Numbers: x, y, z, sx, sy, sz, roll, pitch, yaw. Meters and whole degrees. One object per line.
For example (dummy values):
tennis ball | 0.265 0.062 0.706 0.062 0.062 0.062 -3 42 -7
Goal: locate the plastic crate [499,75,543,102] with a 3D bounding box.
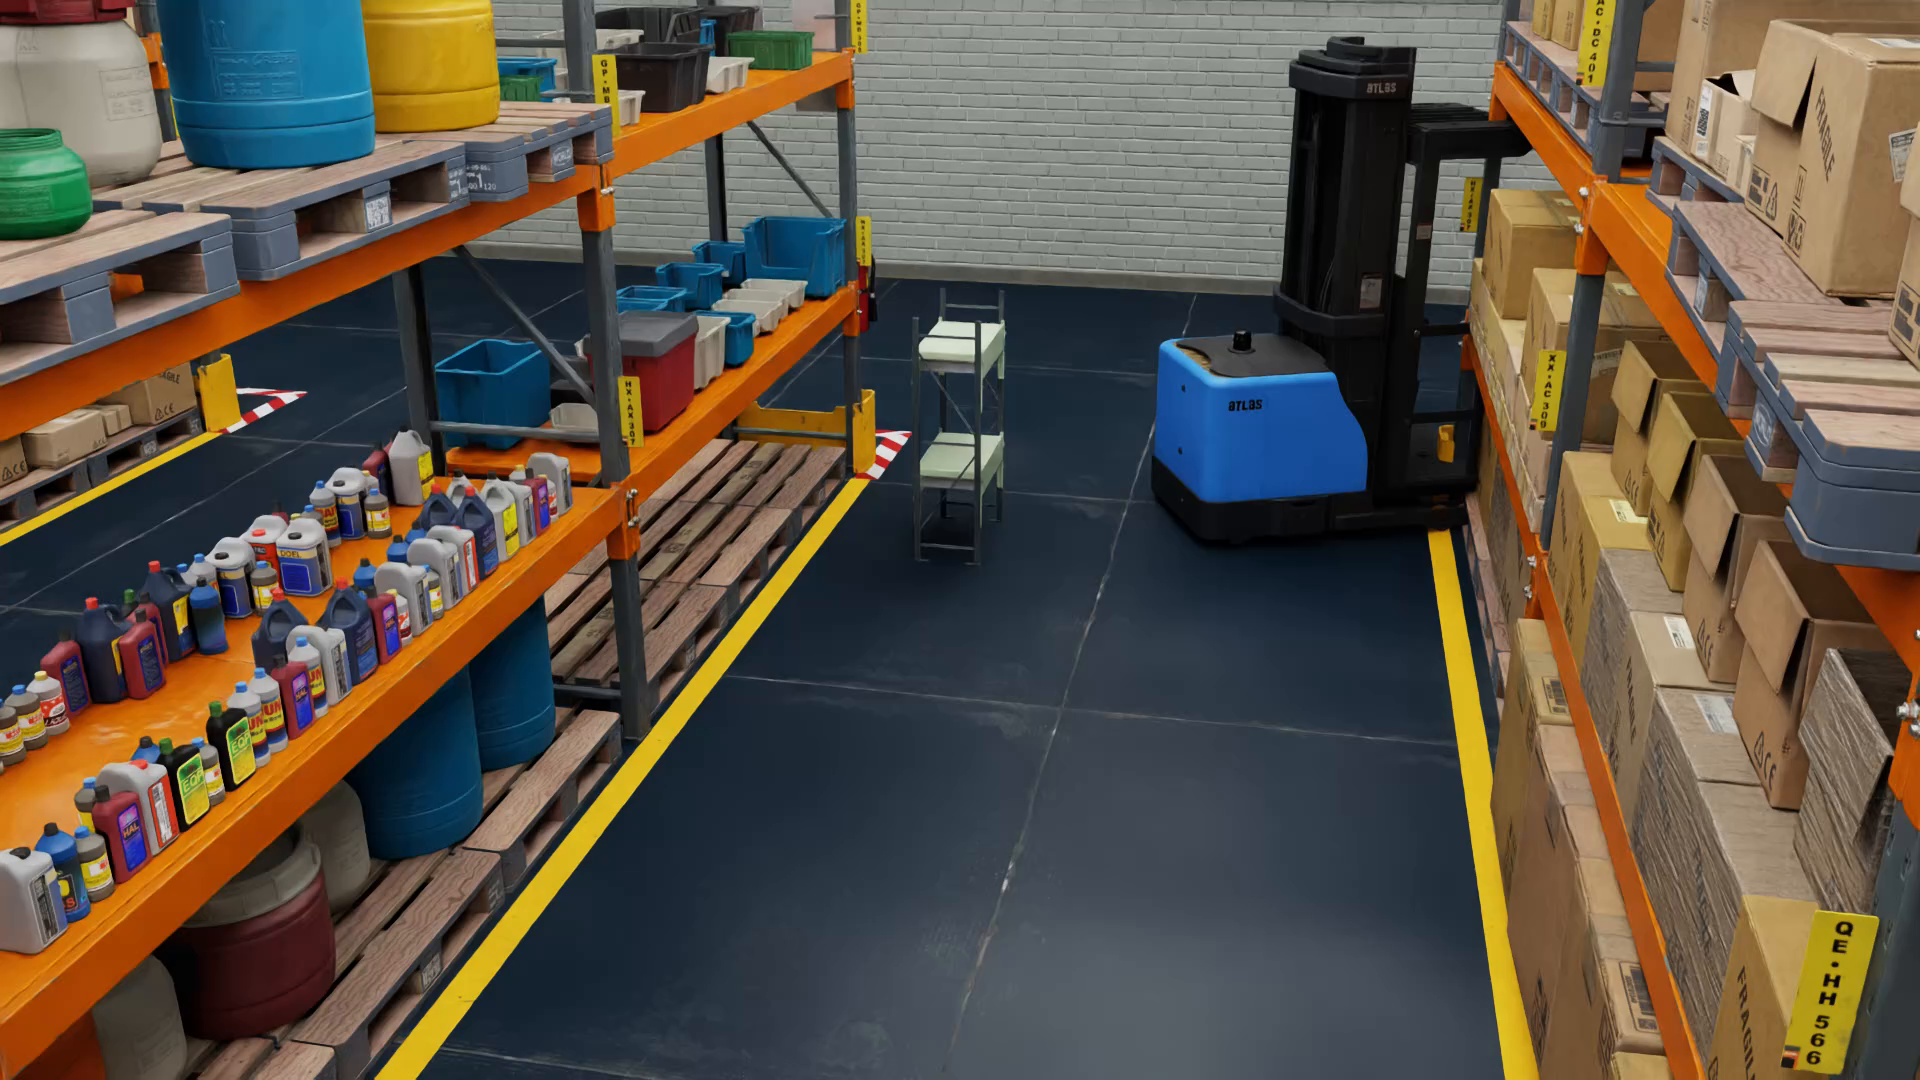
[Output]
plastic crate | -2.207 -1.954 7.459 0.450 0.188 0.662 4 22 11

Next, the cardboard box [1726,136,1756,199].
cardboard box | 2.400 -1.042 4.685 0.380 0.149 0.250 4 22 9

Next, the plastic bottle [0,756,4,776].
plastic bottle | -2.981 0.591 5.042 0.097 0.271 0.097 0 22 0

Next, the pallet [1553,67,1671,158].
pallet | 3.028 -1.754 6.797 1.003 0.211 1.213 4 22 11

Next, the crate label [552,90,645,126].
crate label | -1.615 -1.909 7.416 0.293 0.136 0.466 4 22 11

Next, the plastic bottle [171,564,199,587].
plastic bottle | -2.772 0.216 5.974 0.097 0.271 0.097 0 22 0

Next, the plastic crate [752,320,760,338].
plastic crate | -1.319 -1.221 9.643 0.298 0.136 0.250 4 22 11

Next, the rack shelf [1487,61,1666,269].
rack shelf | 3.259 -1.895 7.990 1.077 0.370 4.000 4 22 11

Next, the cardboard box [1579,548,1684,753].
cardboard box | 2.308 0.364 5.300 0.500 0.500 0.500 4 22 10

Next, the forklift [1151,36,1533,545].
forklift | 2.835 -1.601 10.406 3.031 2.935 1.130 -5 22 -12

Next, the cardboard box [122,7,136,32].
cardboard box | -5.877 -3.439 11.062 0.500 0.250 0.500 4 22 11

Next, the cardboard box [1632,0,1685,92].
cardboard box | 2.952 -2.075 6.646 0.700 0.500 0.500 3 22 8

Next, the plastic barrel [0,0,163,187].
plastic barrel | -2.600 -1.329 4.880 0.433 0.535 0.433 0 22 0

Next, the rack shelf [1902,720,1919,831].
rack shelf | 1.626 1.031 0.726 1.077 0.370 4.000 4 22 11

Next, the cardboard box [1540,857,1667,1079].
cardboard box | 2.385 1.572 4.717 1.225 0.875 0.875 5 22 11

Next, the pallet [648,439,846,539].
pallet | -1.388 -0.354 10.949 1.003 0.211 1.213 4 22 11

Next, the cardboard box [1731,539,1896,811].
cardboard box | 2.335 0.341 4.014 0.797 0.503 0.637 5 22 12

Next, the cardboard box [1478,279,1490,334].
cardboard box | 3.205 -1.291 9.347 0.500 0.250 0.500 4 22 10

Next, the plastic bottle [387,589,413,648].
plastic bottle | -2.011 0.274 5.923 0.097 0.201 0.097 0 22 0

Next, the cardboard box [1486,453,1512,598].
cardboard box | 3.429 -0.205 9.128 0.875 0.875 0.875 4 22 11

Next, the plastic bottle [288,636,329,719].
plastic bottle | -2.123 0.443 5.410 0.097 0.271 0.097 0 22 0

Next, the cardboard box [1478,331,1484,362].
cardboard box | 3.117 -1.064 9.317 0.380 0.149 0.250 4 22 10

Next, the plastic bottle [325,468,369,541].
plastic bottle | -2.540 -0.151 6.880 0.152 0.276 0.135 4 22 11

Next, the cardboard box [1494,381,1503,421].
cardboard box | 2.907 -0.688 8.384 0.380 0.149 0.250 5 22 12

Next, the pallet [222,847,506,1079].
pallet | -2.443 1.537 6.255 1.003 0.211 1.213 4 22 11

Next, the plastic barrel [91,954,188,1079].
plastic barrel | -2.703 1.546 5.269 0.421 0.512 0.421 0 22 0

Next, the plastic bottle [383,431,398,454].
plastic bottle | -2.490 -0.327 7.307 0.061 0.283 0.133 4 22 11

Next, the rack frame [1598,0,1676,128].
rack frame | 2.851 -2.888 5.479 1.000 3.000 0.127 4 22 11

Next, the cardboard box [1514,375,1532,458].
cardboard box | 2.787 -0.545 7.494 0.500 0.250 0.500 5 23 13

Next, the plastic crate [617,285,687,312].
plastic crate | -1.823 -1.349 9.833 0.416 0.233 0.300 4 22 11

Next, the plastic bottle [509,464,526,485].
plastic bottle | -1.888 -0.225 7.162 0.097 0.201 0.097 0 22 0

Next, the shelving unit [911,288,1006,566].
shelving unit | -0.001 -0.693 10.067 0.431 1.500 0.755 4 22 11

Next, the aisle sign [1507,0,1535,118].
aisle sign | 3.388 -2.823 9.869 0.394 0.787 0.004 4 22 11

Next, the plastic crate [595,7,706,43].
plastic crate | -1.763 -2.771 9.286 0.504 0.338 0.767 4 22 11

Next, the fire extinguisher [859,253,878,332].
fire extinguisher | -0.706 -1.758 11.305 0.296 0.674 0.183 4 22 11

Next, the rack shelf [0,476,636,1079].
rack shelf | -2.406 0.582 5.856 1.077 0.370 4.000 4 22 11

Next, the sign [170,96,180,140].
sign | -5.491 -2.959 11.712 0.100 0.325 0.005 4 22 11

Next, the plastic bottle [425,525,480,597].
plastic bottle | -1.939 0.061 6.352 0.152 0.276 0.135 4 22 11

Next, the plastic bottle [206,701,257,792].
plastic bottle | -2.196 0.601 5.002 0.061 0.283 0.133 4 22 11

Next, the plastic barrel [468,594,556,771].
plastic barrel | -2.126 0.493 7.360 0.600 0.901 0.708 4 22 11

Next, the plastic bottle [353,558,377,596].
plastic bottle | -2.140 0.195 6.027 0.097 0.271 0.097 0 22 0

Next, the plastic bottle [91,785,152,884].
plastic bottle | -2.298 0.784 4.549 0.061 0.283 0.133 4 22 11

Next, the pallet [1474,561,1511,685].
pallet | 3.329 0.468 8.908 1.003 0.211 1.213 4 22 11

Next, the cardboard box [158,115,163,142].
cardboard box | -5.852 -2.651 11.449 0.500 0.500 0.500 4 22 10

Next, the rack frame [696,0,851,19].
rack frame | -1.182 -4.729 10.049 1.000 3.000 0.127 4 22 11

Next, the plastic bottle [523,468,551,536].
plastic bottle | -1.764 -0.172 6.922 0.061 0.283 0.133 4 22 11

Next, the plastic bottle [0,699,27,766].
plastic bottle | -2.961 0.588 5.143 0.097 0.201 0.097 0 22 0

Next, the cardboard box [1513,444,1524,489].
cardboard box | 2.697 -0.313 7.453 0.380 0.149 0.250 4 22 10

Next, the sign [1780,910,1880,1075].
sign | 1.491 0.779 2.854 0.100 0.325 0.005 4 22 11

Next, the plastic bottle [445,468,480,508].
plastic bottle | -2.006 -0.110 6.678 0.144 0.351 0.185 4 22 11

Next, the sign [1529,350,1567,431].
sign | 2.307 -0.586 6.527 0.100 0.325 0.005 4 22 11

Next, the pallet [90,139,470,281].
pallet | -2.291 -1.078 5.252 1.003 0.211 1.213 4 22 11

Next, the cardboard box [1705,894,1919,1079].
cardboard box | 1.893 1.112 3.444 0.500 0.500 0.500 5 23 13

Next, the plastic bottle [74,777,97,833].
plastic bottle | -2.441 0.766 4.701 0.097 0.201 0.097 0 22 0

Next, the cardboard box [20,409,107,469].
cardboard box | -6.123 -0.691 11.145 0.500 0.250 0.500 4 22 11

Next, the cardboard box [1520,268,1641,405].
cardboard box | 2.789 -0.893 7.355 0.500 0.500 0.500 5 22 11

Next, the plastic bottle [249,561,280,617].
plastic bottle | -2.576 0.176 6.168 0.097 0.201 0.097 0 22 0

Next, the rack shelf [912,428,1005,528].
rack shelf | -0.001 -0.391 10.189 0.431 0.370 0.720 4 22 11

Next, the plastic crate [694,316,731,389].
plastic crate | -1.506 -1.000 8.900 0.437 0.282 0.530 4 22 11
